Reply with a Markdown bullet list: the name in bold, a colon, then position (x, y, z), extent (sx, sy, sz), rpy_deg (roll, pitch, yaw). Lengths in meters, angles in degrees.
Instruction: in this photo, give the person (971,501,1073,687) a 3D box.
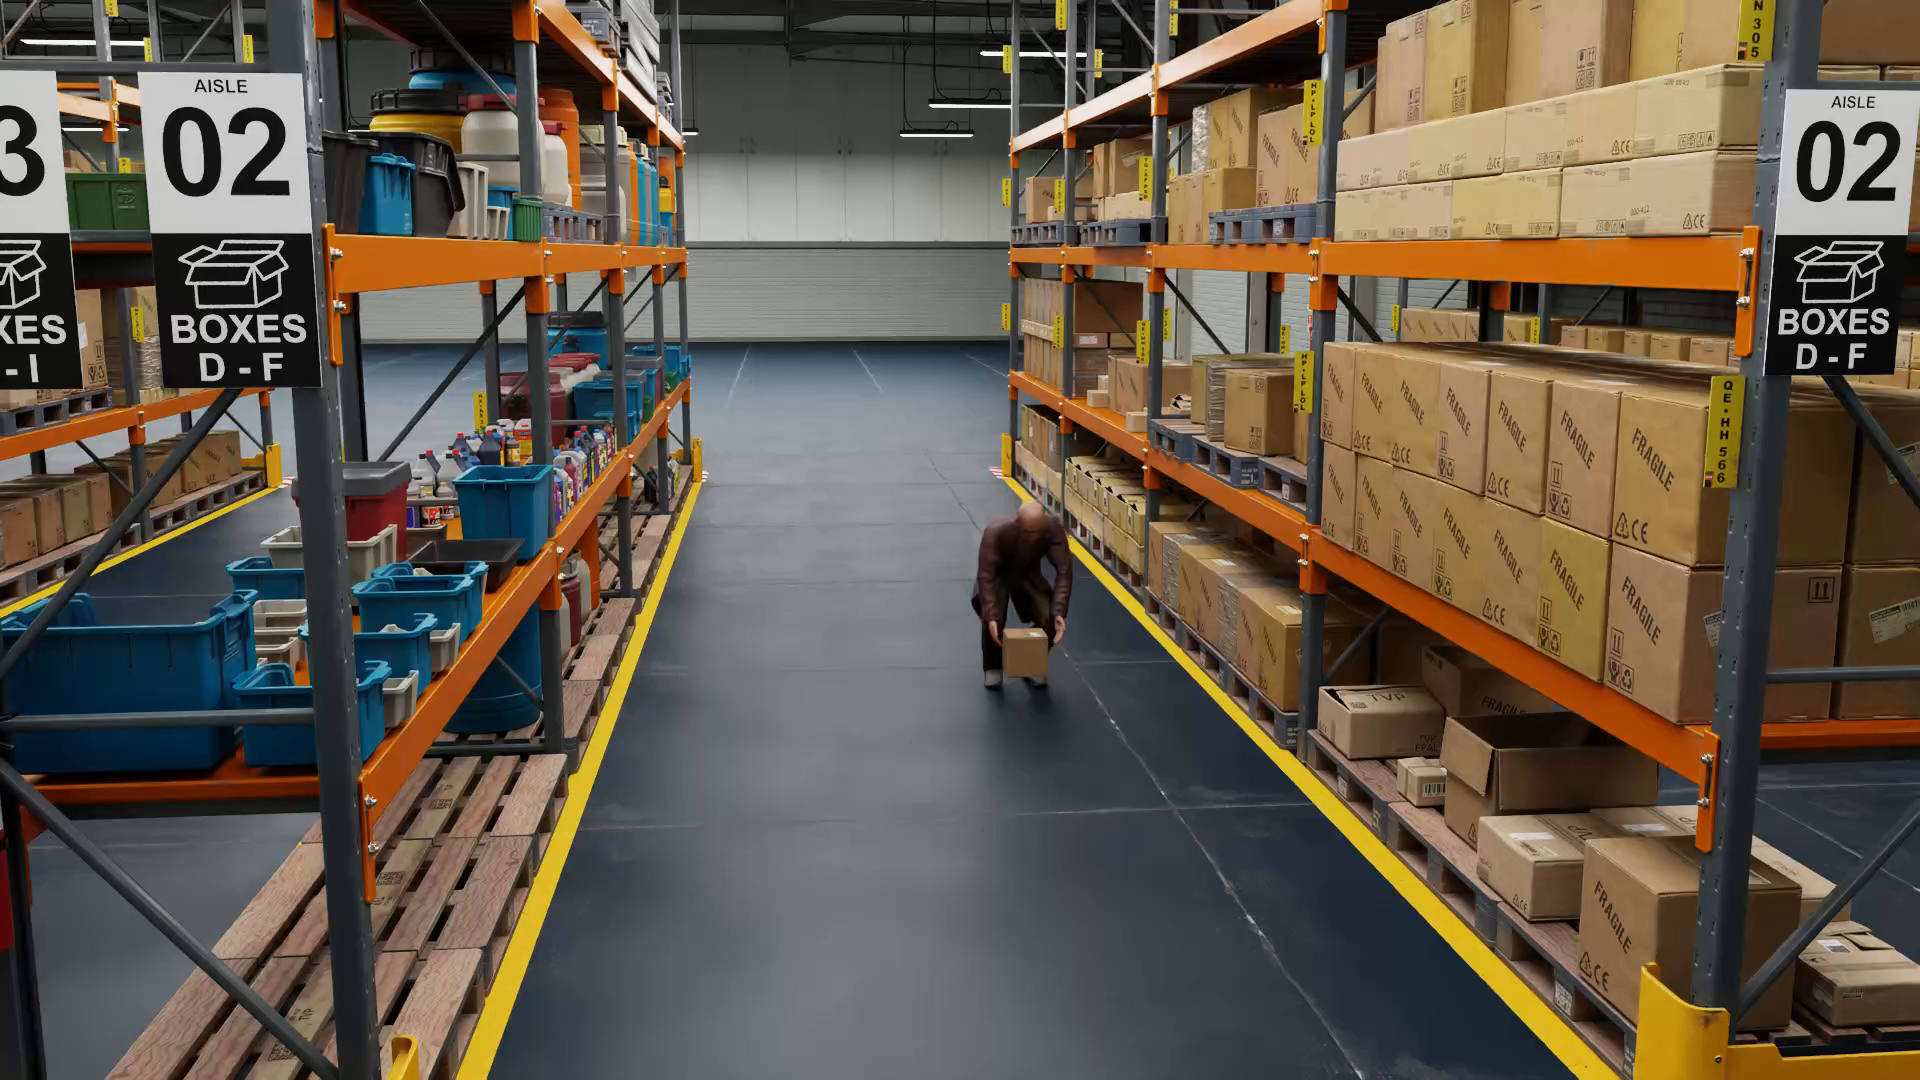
- **person**: position (0.386, 0.326, 10.636), extent (0.630, 1.242, 0.797), rpy_deg (-1, 10, -6)
